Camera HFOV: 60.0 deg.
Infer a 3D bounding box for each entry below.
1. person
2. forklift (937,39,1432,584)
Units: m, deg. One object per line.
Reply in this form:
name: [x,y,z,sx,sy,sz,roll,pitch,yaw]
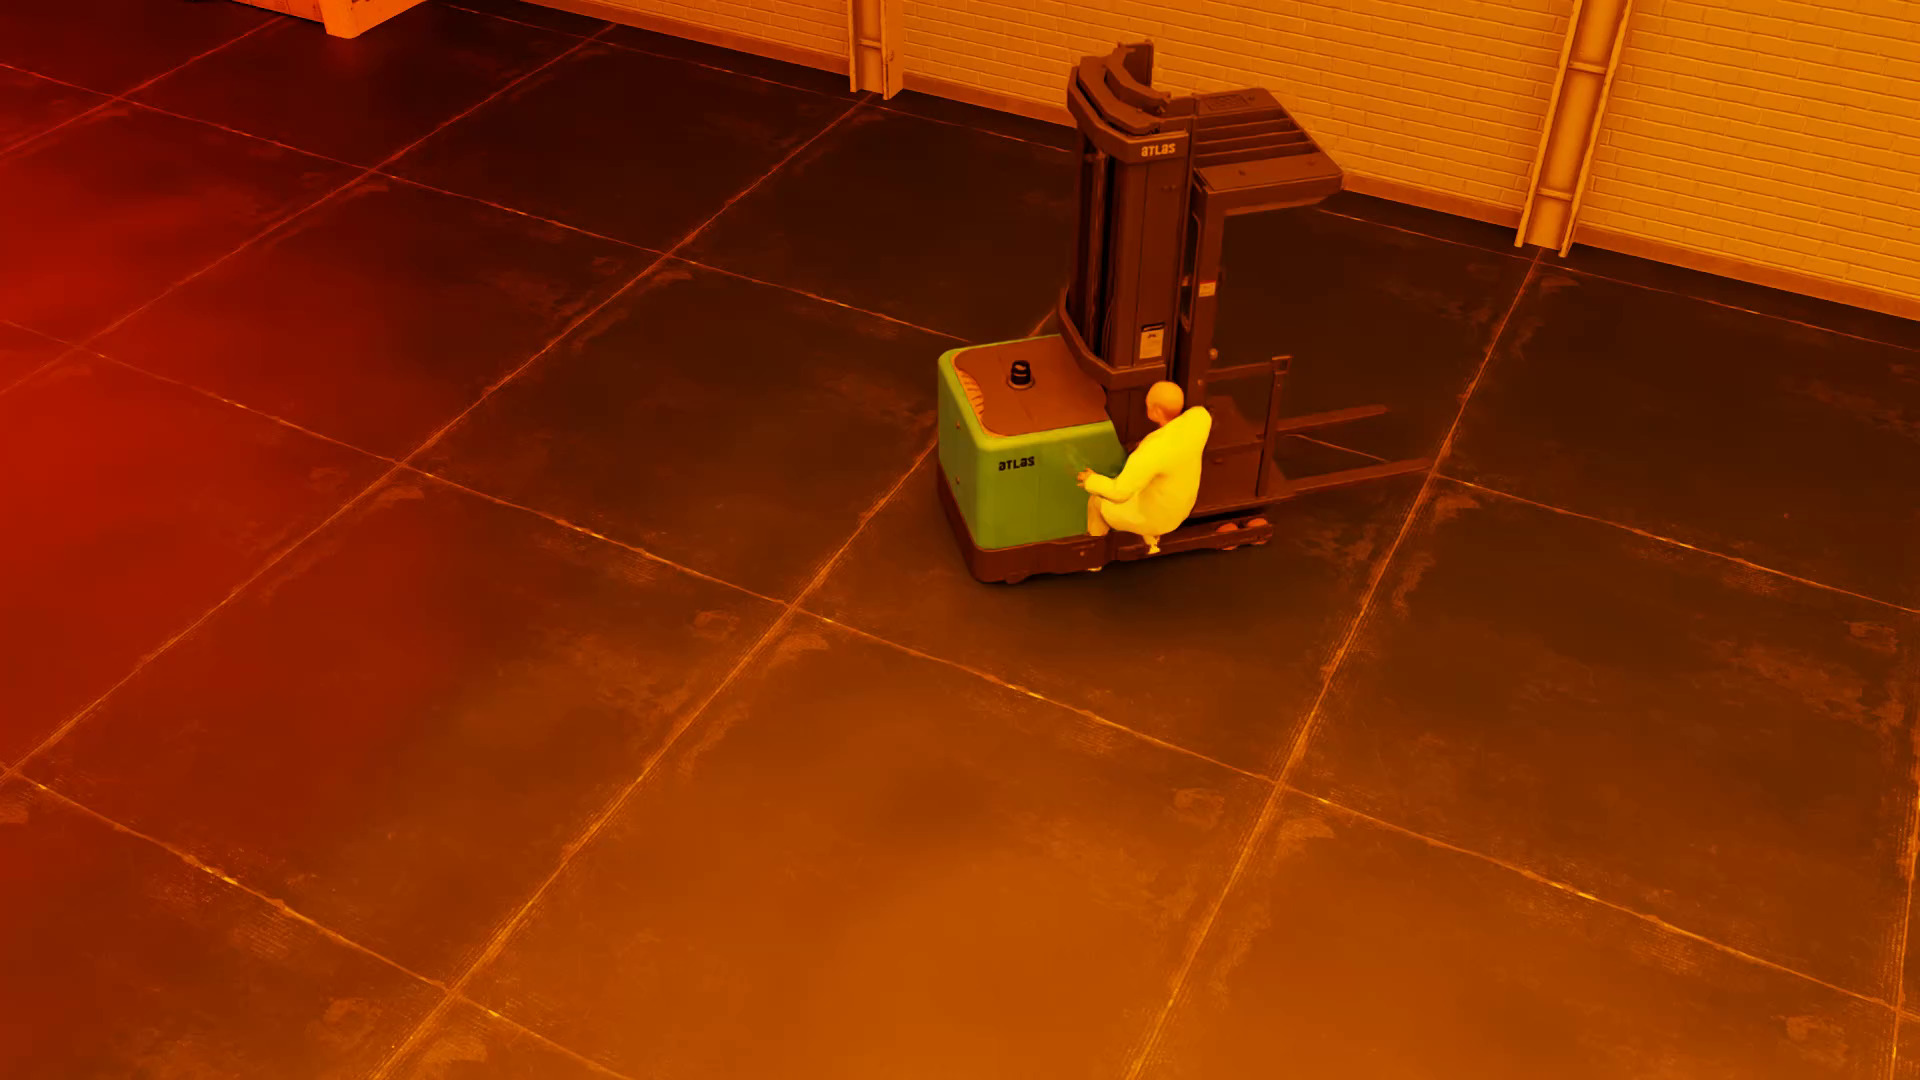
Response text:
person: [0.936,-0.355,9.527,0.908,1.537,0.869,25,46,27]
forklift: [1.428,-1.378,9.623,3.031,2.935,1.130,-10,41,-11]
